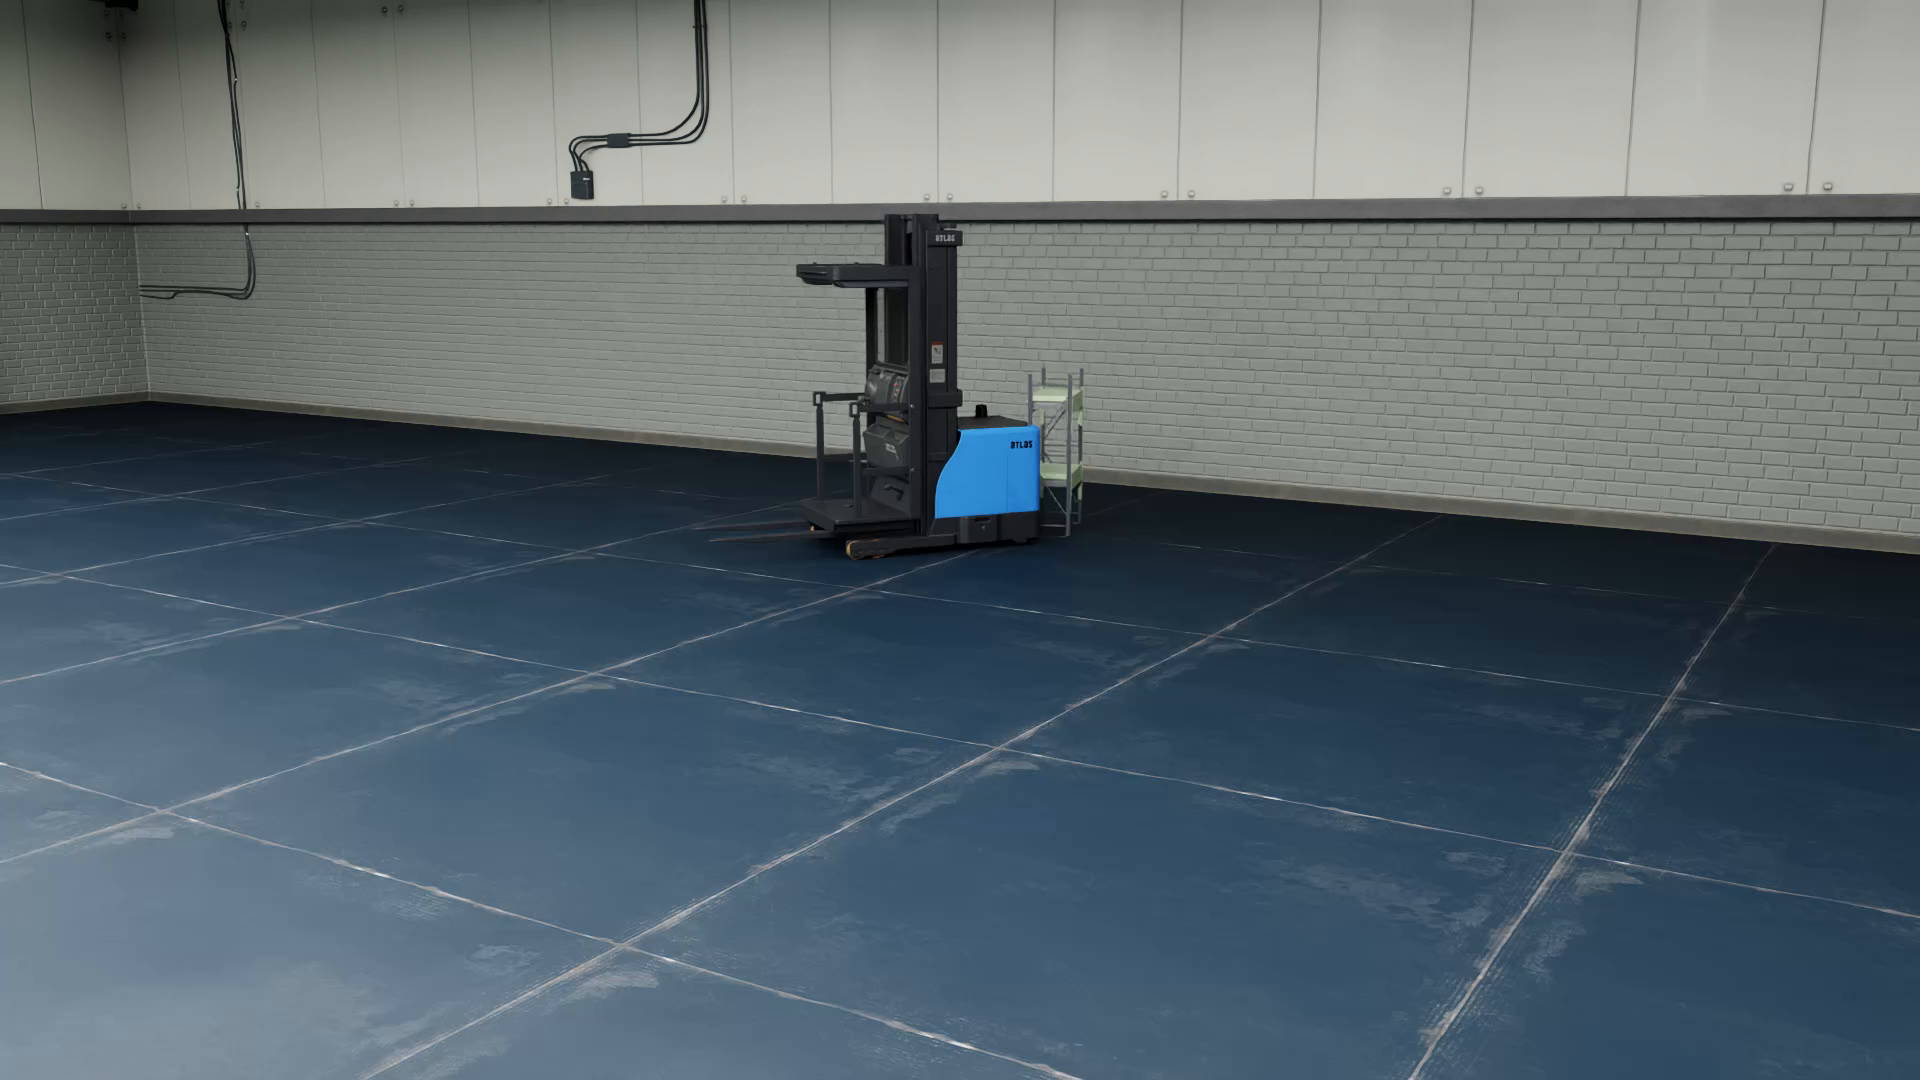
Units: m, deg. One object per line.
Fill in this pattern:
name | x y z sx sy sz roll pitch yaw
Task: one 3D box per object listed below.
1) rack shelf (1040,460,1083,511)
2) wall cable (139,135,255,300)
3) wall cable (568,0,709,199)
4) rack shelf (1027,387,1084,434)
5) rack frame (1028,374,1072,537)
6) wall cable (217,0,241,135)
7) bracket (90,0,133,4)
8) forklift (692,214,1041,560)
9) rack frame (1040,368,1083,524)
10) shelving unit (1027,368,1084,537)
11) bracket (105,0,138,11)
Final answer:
rack shelf | 0.899 -0.518 15.711 0.431 0.370 0.720 2 11 12
wall cable | -12.238 -5.071 26.320 3.097 2.526 0.112 6 12 31
wall cable | -4.132 -7.359 20.863 2.305 6.003 0.169 6 12 31
rack shelf | 0.899 -1.222 15.579 0.431 0.370 0.720 2 11 12
rack frame | 0.821 -0.772 15.300 0.400 1.500 0.023 2 11 12
wall cable | -9.926 -7.295 24.474 3.097 2.526 0.112 6 12 31
bracket | -13.455 -8.341 25.565 0.076 0.066 3.189 6 12 31
forklift | -0.832 -1.379 14.651 3.031 2.935 1.130 -5 12 -23
rack frame | 0.977 -0.904 16.002 0.400 1.500 0.023 2 11 12
shelving unit | 0.899 -0.838 15.651 0.431 1.500 0.755 2 11 12
bracket | -13.148 -8.433 26.061 0.235 0.232 0.430 6 12 31
